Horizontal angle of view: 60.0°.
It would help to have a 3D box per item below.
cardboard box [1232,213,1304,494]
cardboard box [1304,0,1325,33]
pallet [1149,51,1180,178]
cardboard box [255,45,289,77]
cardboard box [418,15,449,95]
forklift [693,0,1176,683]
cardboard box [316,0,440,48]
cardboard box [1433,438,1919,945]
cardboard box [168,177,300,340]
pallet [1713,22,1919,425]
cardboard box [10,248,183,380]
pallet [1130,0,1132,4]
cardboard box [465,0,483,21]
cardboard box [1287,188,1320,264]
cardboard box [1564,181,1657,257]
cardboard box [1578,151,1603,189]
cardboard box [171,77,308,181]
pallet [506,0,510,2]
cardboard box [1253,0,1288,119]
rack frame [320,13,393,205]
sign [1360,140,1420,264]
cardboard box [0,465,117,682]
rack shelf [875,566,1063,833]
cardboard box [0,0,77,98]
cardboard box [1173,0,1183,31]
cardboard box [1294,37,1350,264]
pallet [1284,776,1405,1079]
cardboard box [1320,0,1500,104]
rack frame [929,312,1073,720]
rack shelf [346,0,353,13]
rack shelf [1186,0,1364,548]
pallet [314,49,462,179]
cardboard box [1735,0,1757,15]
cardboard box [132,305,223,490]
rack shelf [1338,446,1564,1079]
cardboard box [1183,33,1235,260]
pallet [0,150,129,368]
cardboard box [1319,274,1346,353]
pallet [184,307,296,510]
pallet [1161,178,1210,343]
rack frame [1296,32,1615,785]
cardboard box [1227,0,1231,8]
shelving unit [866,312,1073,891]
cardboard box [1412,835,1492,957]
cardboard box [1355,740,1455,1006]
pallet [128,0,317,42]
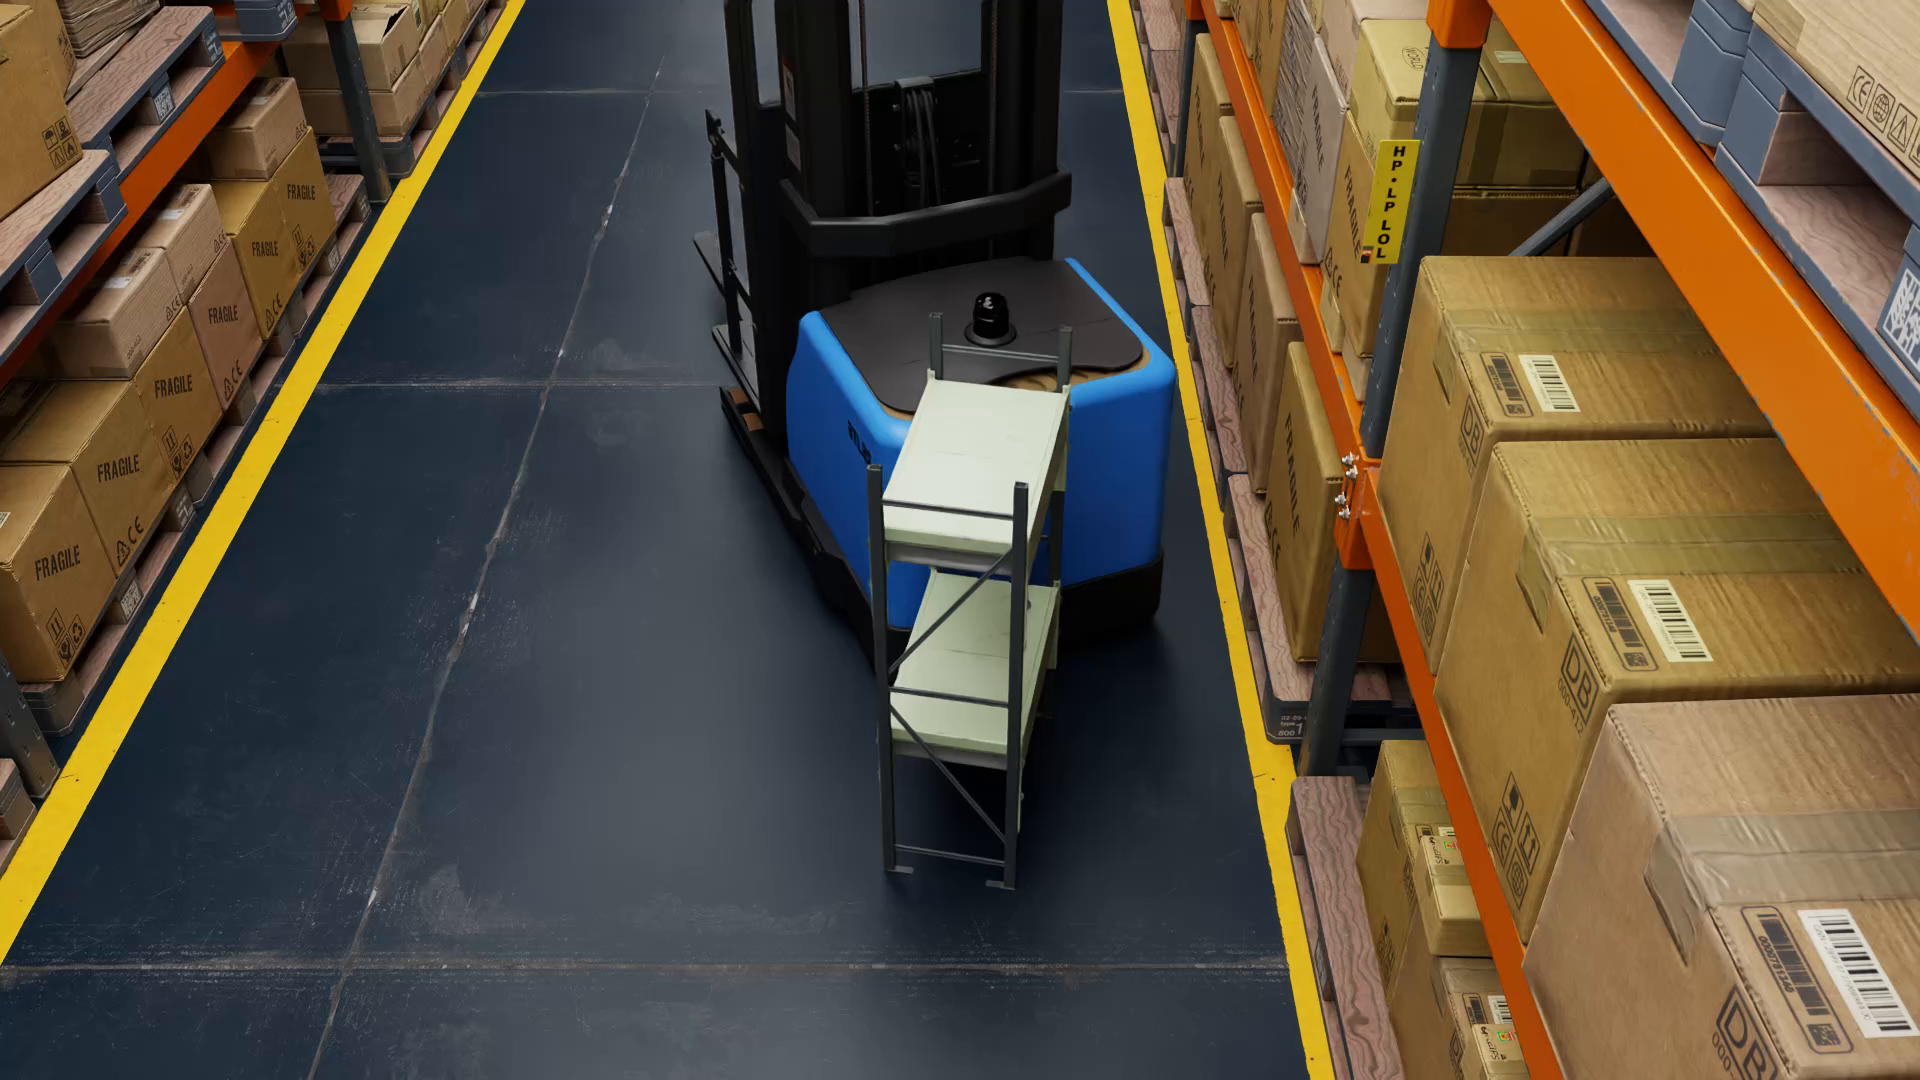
[{"bbox_3d":[1.443,-0.682,6.086,0.750,0.750,0.750,1,39,1],"label":"cardboard box"},{"bbox_3d":[1.330,-1.781,5.141,0.500,0.250,0.500,1,39,1],"label":"cardboard box"},{"bbox_3d":[1.574,-2.297,8.947,1.003,0.211,1.213,0,39,0],"label":"pallet"},{"bbox_3d":[-3.627,-2.528,8.420,0.500,0.311,0.500,1,39,1],"label":"cardboard box"},{"bbox_3d":[-3.088,-2.624,8.988,0.500,0.250,0.500,-1,39,-1],"label":"cardboard box"},{"bbox_3d":[-0.331,-1.585,5.884,1.130,2.935,3.031,-15,41,-17],"label":"forklift"},{"bbox_3d":[-3.096,-2.856,8.830,0.500,0.311,0.500,-1,39,-1],"label":"cardboard box"},{"bbox_3d":[1.558,0.284,3.258,0.980,0.700,0.700,-1,39,-1],"label":"cardboard box"},{"bbox_3d":[-3.144,-1.178,6.969,0.500,0.500,0.500,-1,39,-2],"label":"cardboard box"},{"bbox_3d":[1.567,-0.258,1.846,1.003,0.211,1.213,0,39,0],"label":"pallet"},{"bbox_3d":[-3.134,-0.806,5.905,0.500,0.250,0.500,0,39,0],"label":"cardboard box"},{"bbox_3d":[1.571,-3.823,10.852,1.003,0.211,1.213,0,39,0],"label":"pallet"},{"bbox_3d":[-3.095,-3.269,9.794,0.500,0.250,0.500,1,39,1],"label":"cardboard box"},{"bbox_3d":[1.256,-1.001,5.285,0.380,0.149,0.250,0,39,0],"label":"cardboard box"},{"bbox_3d":[1.830,-0.846,4.573,0.500,0.500,0.500,-1,39,-2],"label":"cardboard box"},{"bbox_3d":[1.838,-1.138,4.338,0.500,0.250,0.500,1,39,1],"label":"cardboard box"},{"bbox_3d":[-3.140,-1.760,7.094,0.500,0.250,0.500,1,39,2],"label":"cardboard box"},{"bbox_3d":[-3.345,-3.843,10.877,1.003,0.211,1.213,0,39,0],"label":"pallet"},{"bbox_3d":[1.317,-1.792,5.754,0.500,0.500,0.500,1,39,1],"label":"cardboard box"},{"bbox_3d":[-3.380,-2.891,7.458,1.000,3.000,0.127,0,39,0],"label":"rack frame"},{"bbox_3d":[1.036,-0.809,3.999,0.100,0.325,0.005,0,39,0],"label":"sign"},{"bbox_3d":[-3.132,0.112,5.359,0.500,0.500,0.500,-2,39,-2],"label":"cardboard box"},{"bbox_3d":[0.041,0.459,5.000,0.431,0.370,0.720,7,39,9],"label":"rack shelf"},{"bbox_3d":[-3.439,-1.697,5.553,0.700,0.500,0.500,-9,40,-11],"label":"cardboard box"},{"bbox_3d":[1.607,-3.176,9.461,0.700,0.500,0.500,0,39,0],"label":"cardboard box"},{"bbox_3d":[1.315,-1.165,4.972,0.500,0.500,0.500,0,39,0],"label":"cardboard box"},{"bbox_3d":[1.501,1.169,4.623,1.003,0.211,1.213,0,39,0],"label":"pallet"},{"bbox_3d":[1.331,-1.462,4.743,0.500,0.250,0.500,1,39,1],"label":"cardboard box"},{"bbox_3d":[0.112,-0.020,5.076,0.400,1.500,0.023,7,39,9],"label":"rack frame"},{"bbox_3d":[-3.382,-3.861,9.244,1.077,0.370,4.000,0,39,0],"label":"rack shelf"},{"bbox_3d":[1.576,-1.365,6.130,1.077,0.370,4.000,0,39,0],"label":"rack shelf"},{"bbox_3d":[-3.342,-2.317,8.973,1.003,0.211,1.213,0,39,0],"label":"pallet"},{"bbox_3d":[1.302,-0.959,2.354,0.500,0.250,0.500,-1,39,-1],"label":"cardboard box"},{"bbox_3d":[-3.137,-0.534,6.165,0.500,0.500,0.500,0,39,0],"label":"cardboard box"},{"bbox_3d":[1.580,1.136,3.009,1.077,0.370,4.000,0,39,0],"label":"rack shelf"},{"bbox_3d":[1.443,-1.761,7.433,0.750,0.750,0.750,-1,39,-1],"label":"cardboard box"},{"bbox_3d":[-3.267,-0.814,5.021,1.003,0.211,1.213,0,39,0],"label":"pallet"},{"bbox_3d":[1.271,-0.674,4.877,0.380,0.149,0.250,1,39,1],"label":"cardboard box"},{"bbox_3d":[-3.419,-0.574,6.798,1.003,0.211,1.213,0,39,0],"label":"pallet"},{"bbox_3d":[1.499,-1.315,7.722,1.003,0.211,1.213,0,39,0],"label":"pallet"},{"bbox_3d":[1.578,-0.395,4.344,1.000,3.000,0.127,0,39,0],"label":"rack frame"},{"bbox_3d":[1.310,-2.428,6.547,0.500,0.500,0.500,1,39,1],"label":"cardboard box"},{"bbox_3d":[0.041,0.204,4.796,0.431,1.500,0.755,7,39,9],"label":"shelving unit"},{"bbox_3d":[1.294,0.845,3.941,0.380,0.149,0.250,1,39,1],"label":"cardboard box"},{"bbox_3d":[1.477,0.884,4.411,0.700,0.500,0.500,0,39,1],"label":"cardboard box"},{"bbox_3d":[-3.309,-2.392,6.989,1.213,0.211,1.003,0,39,0],"label":"pallet"}]
